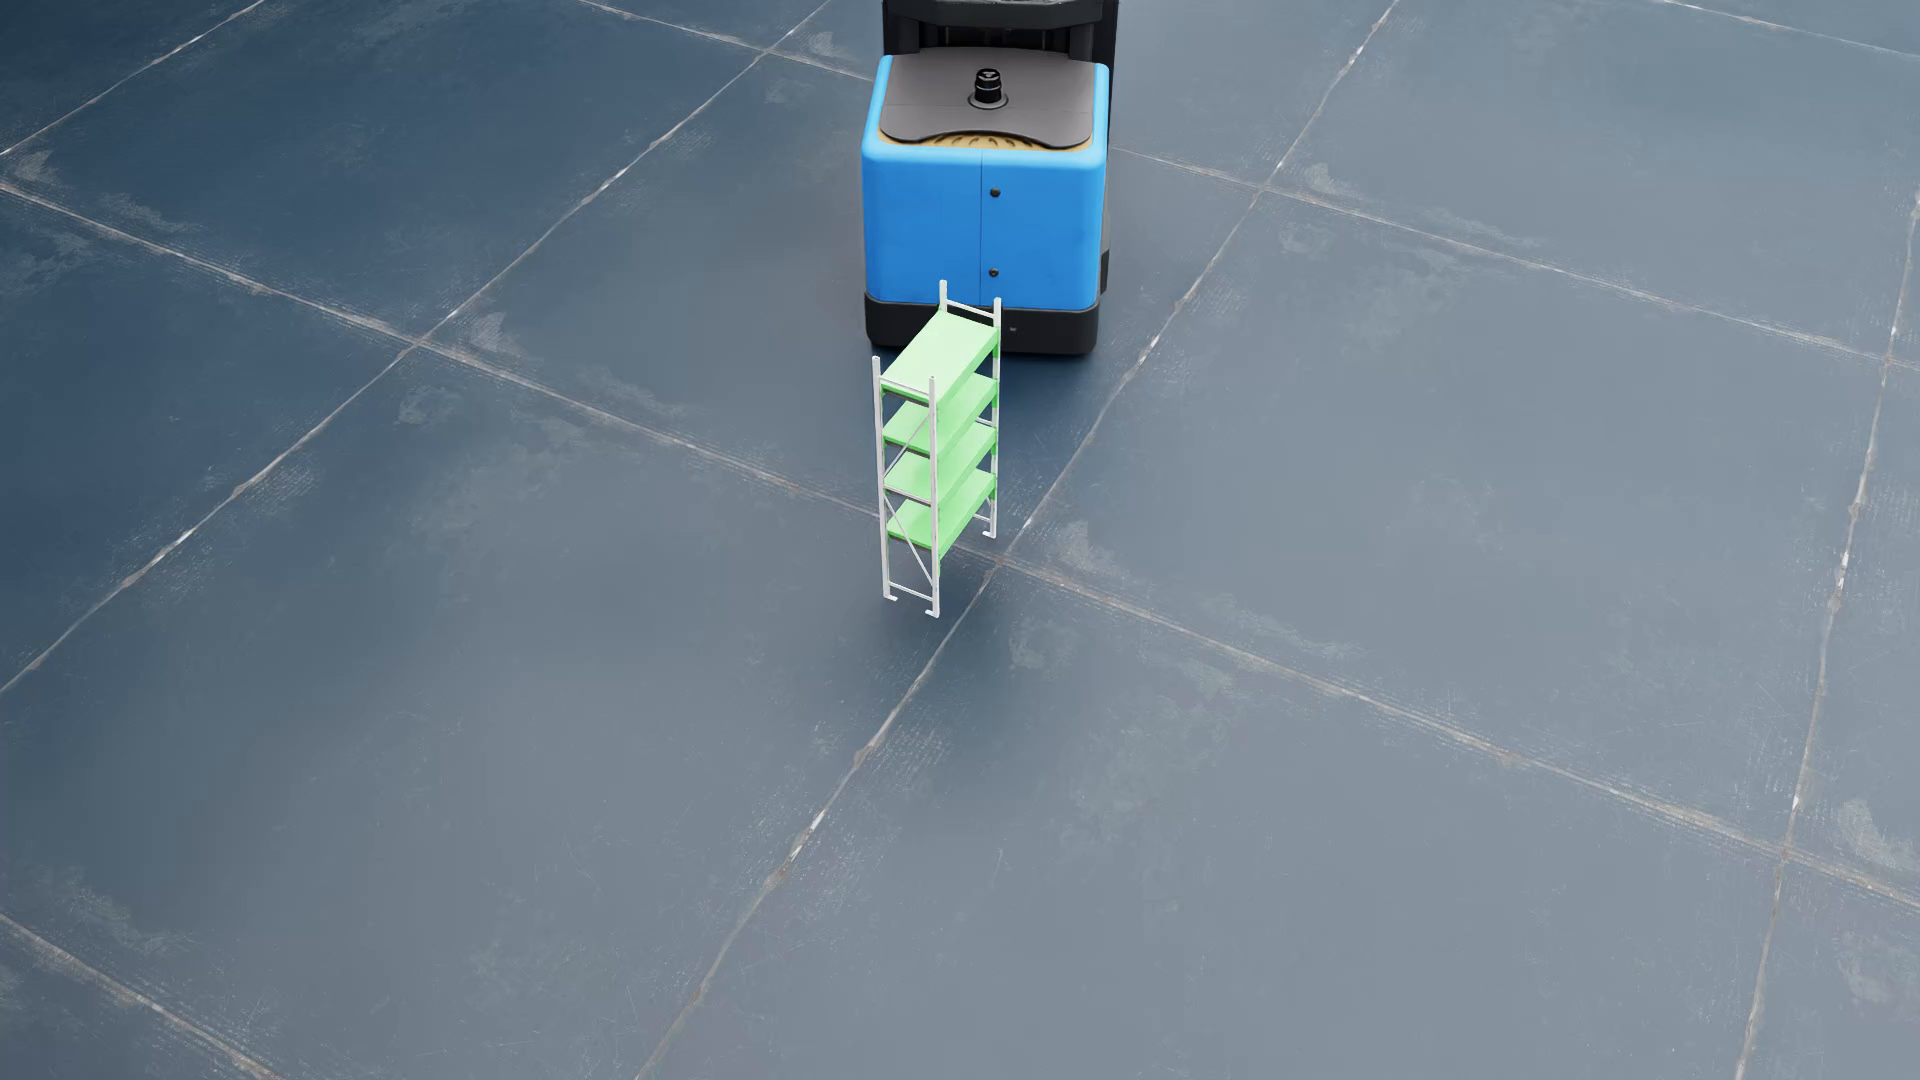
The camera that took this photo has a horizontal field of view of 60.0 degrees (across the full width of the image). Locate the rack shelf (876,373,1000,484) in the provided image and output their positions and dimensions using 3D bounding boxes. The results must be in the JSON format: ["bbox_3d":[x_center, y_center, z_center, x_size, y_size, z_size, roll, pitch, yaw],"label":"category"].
[{"bbox_3d":[-0.077,-0.441,6.095,0.258,0.148,0.480,20,49,19],"label":"rack shelf"}]

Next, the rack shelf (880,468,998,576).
[{"bbox_3d":[-0.077,-0.104,6.436,0.258,0.148,0.480,20,49,19],"label":"rack shelf"}]

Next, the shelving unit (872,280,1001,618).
[{"bbox_3d":[-0.077,-0.317,6.220,0.258,1.200,0.503,20,49,19],"label":"shelving unit"}]

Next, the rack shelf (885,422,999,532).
[{"bbox_3d":[-0.077,-0.273,6.266,0.258,0.148,0.480,20,49,19],"label":"rack shelf"}]

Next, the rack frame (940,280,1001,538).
[{"bbox_3d":[0.036,-0.471,6.372,0.240,1.200,0.015,20,49,19],"label":"rack frame"}]

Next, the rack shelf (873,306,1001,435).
[{"bbox_3d":[-0.077,-0.610,5.924,0.258,0.148,0.480,20,49,19],"label":"rack shelf"}]

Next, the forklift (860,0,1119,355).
[{"bbox_3d":[0.204,-2.907,7.563,1.130,2.935,3.031,3,45,3],"label":"forklift"}]

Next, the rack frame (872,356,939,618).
[{"bbox_3d":[-0.190,-0.164,6.068,0.240,1.200,0.015,20,49,19],"label":"rack frame"}]
